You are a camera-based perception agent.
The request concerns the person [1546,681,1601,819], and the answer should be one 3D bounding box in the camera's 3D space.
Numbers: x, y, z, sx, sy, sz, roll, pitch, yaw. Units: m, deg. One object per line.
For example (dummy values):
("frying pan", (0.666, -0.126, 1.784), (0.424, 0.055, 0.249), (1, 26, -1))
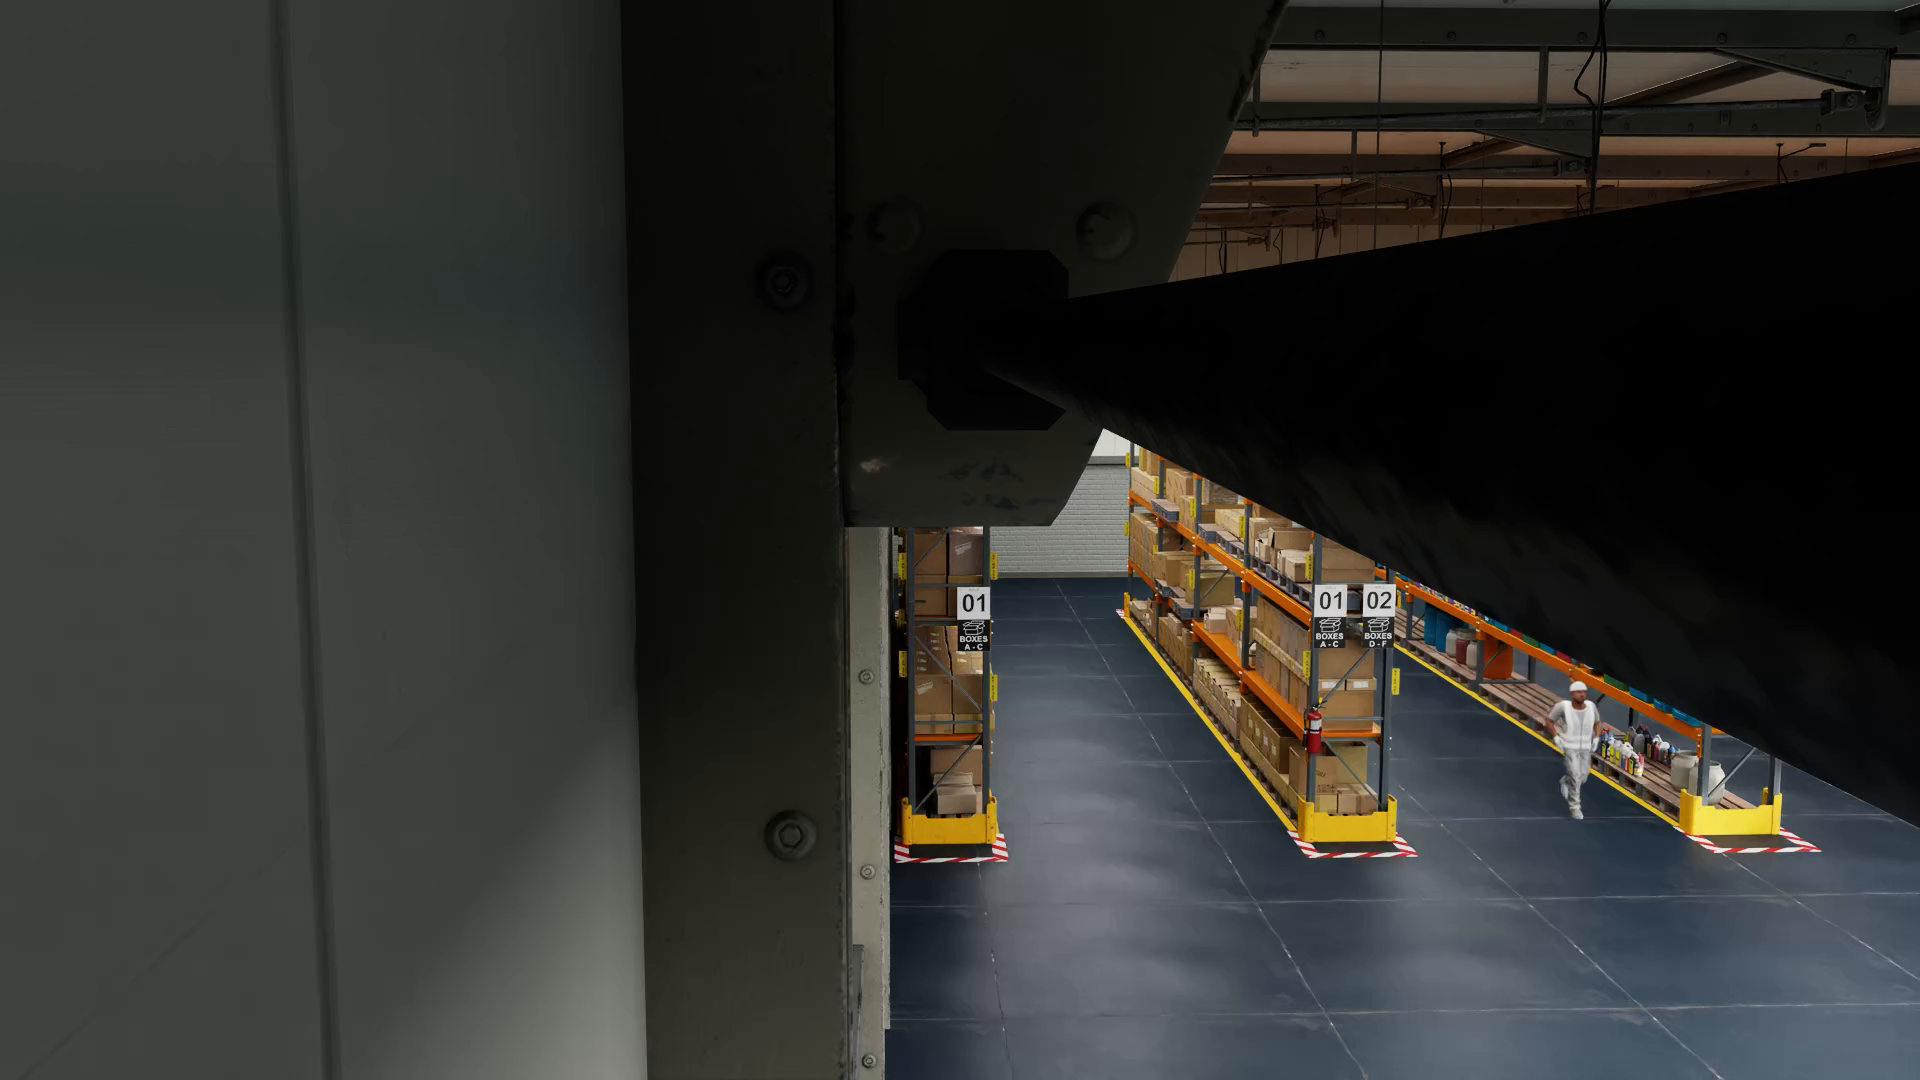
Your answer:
("person", (8.018, 2.696, 21.759), (0.690, 1.762, 0.772), (-1, 7, -4))
